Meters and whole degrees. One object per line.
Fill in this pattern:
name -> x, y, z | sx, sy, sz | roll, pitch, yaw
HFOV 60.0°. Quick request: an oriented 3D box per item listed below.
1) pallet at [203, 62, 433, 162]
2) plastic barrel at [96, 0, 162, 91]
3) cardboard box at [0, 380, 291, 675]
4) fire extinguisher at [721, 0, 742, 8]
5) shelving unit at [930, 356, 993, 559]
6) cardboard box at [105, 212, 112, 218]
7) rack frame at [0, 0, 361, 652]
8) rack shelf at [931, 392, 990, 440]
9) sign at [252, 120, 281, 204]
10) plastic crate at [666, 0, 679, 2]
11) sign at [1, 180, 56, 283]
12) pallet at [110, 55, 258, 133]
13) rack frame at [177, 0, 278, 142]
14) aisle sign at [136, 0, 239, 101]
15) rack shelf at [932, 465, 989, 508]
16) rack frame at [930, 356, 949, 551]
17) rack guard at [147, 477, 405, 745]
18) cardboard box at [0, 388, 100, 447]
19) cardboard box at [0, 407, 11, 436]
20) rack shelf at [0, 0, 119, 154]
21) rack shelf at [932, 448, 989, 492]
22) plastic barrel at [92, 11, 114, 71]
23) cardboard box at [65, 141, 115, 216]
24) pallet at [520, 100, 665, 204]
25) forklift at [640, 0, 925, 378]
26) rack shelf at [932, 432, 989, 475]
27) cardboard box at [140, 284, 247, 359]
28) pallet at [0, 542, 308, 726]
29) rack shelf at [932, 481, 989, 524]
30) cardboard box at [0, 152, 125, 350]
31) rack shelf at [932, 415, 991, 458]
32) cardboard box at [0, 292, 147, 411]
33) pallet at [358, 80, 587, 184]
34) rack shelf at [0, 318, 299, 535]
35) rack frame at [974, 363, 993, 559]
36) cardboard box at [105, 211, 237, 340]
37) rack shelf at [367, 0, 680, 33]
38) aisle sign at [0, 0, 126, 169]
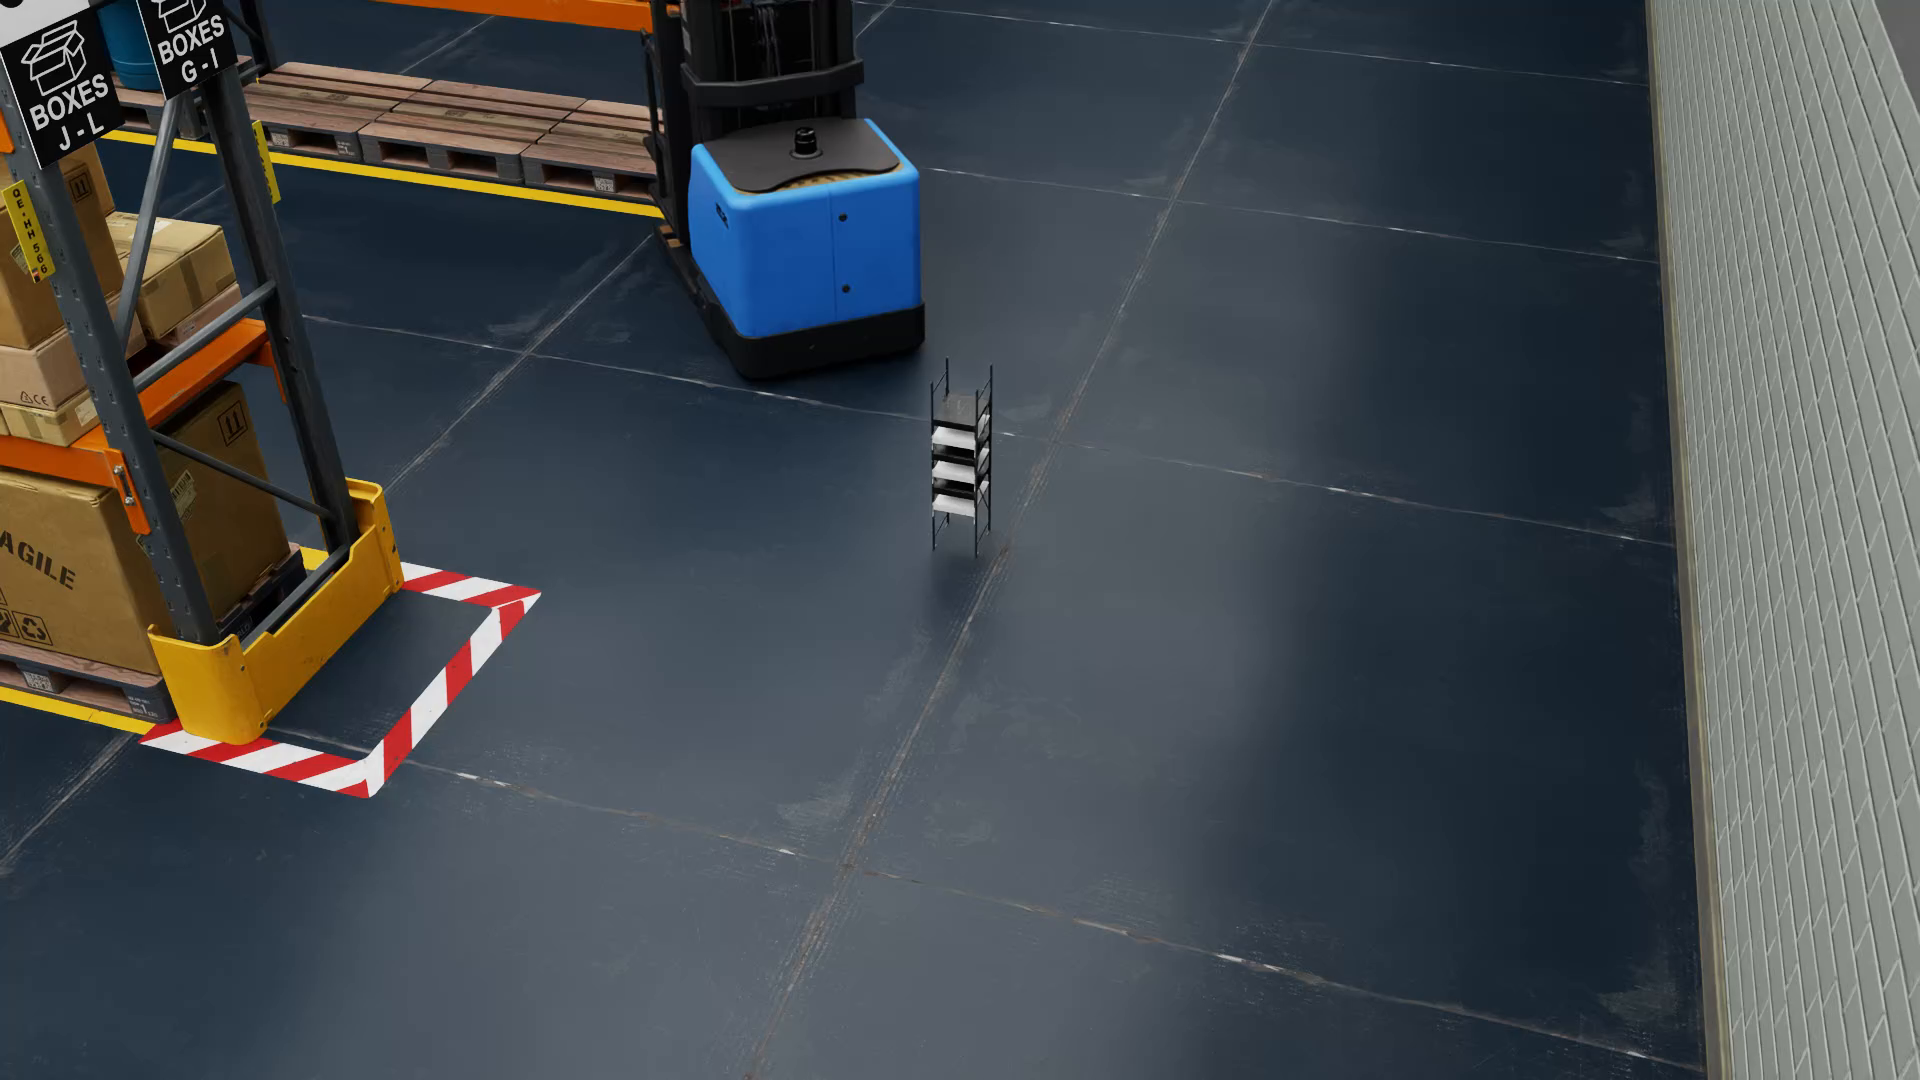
pallet -> -4.474, -3.022, 11.678 | 1.213, 0.211, 1.003 | 10, 38, 14
plastic barrel -> -5.702, -3.683, 11.640 | 0.708, 0.901, 0.600 | 10, 38, 14
cardboard box -> -3.481, -0.125, 6.828 | 0.875, 0.875, 0.875 | 10, 38, 14
fire extinguisher -> -1.361, -3.081, 9.786 | 0.183, 0.674, 0.296 | 10, 38, 14
shelving unit -> 0.008, -0.361, 7.481 | 0.210, 0.900, 0.258 | 10, 38, 14
cardboard box -> -3.722, -1.129, 6.629 | 0.500, 0.250, 0.500 | 10, 38, 13
rack frame -> -2.847, -0.744, 6.230 | 0.127, 3.000, 1.000 | 10, 38, 14
rack shelf -> 0.008, -0.552, 7.341 | 0.200, 0.077, 0.258 | 10, 38, 14
sign -> -2.675, -1.437, 6.375 | 0.005, 0.325, 0.100 | 10, 38, 14
plastic crate -> -1.745, -3.538, 9.946 | 0.499, 0.435, 0.616 | 10, 38, 14
sign -> -3.022, -1.001, 5.403 | 0.005, 0.325, 0.100 | 10, 38, 14
pallet -> -5.912, -3.290, 12.042 | 1.213, 0.211, 1.003 | 10, 38, 14
rack frame -> -5.188, -4.253, 10.998 | 0.127, 3.000, 1.000 | 10, 38, 14
aisle sign -> -2.688, -1.948, 5.673 | 0.004, 0.787, 0.394 | 10, 38, 14
rack shelf -> 0.008, -0.262, 7.554 | 0.200, 0.077, 0.258 | 10, 38, 14
rack frame -> -0.089, -0.379, 7.506 | 0.006, 0.900, 0.240 | 10, 38, 14
rack guard -> -2.824, 0.267, 6.965 | 0.348, 0.500, 1.175 | 10, 38, 14
cardboard box -> -3.285, -0.519, 6.137 | 0.250, 0.149, 0.380 | 11, 38, 15
cardboard box -> -3.533, -0.564, 6.198 | 0.250, 0.149, 0.380 | 11, 38, 14
rack shelf -> -4.756, -2.016, 6.035 | 4.000, 0.370, 1.077 | 10, 38, 14
rack shelf -> 0.008, -0.334, 7.501 | 0.200, 0.077, 0.258 | 10, 38, 14
plastic barrel -> -6.378, -3.808, 11.810 | 0.708, 0.901, 0.600 | 10, 38, 14
cardboard box -> -3.702, -1.431, 6.407 | 0.500, 0.500, 0.500 | 10, 37, 13
pallet -> -2.145, -2.591, 11.092 | 1.213, 0.211, 1.003 | 10, 38, 14
forklift -> -1.214, -2.907, 9.227 | 1.130, 2.935, 3.031 | -13, 38, -18
rack shelf -> 0.008, -0.407, 7.448 | 0.200, 0.077, 0.258 | 10, 38, 14
cardboard box -> -3.087, -0.892, 6.644 | 0.250, 0.149, 0.380 | 11, 38, 14
pallet -> -3.633, 0.282, 7.189 | 1.213, 0.211, 1.003 | 10, 38, 14
rack shelf -> 0.008, -0.189, 7.608 | 0.200, 0.077, 0.258 | 10, 38, 14
cardboard box -> -3.390, -1.043, 5.879 | 0.500, 0.500, 0.500 | 11, 38, 14
rack shelf -> 0.008, -0.479, 7.394 | 0.200, 0.077, 0.258 | 10, 38, 14
cardboard box -> -3.388, -0.739, 6.099 | 0.500, 0.250, 0.500 | 10, 38, 13
pallet -> -3.306, -2.808, 11.387 | 1.213, 0.211, 1.003 | 10, 38, 14
rack shelf -> -4.756, -0.808, 6.924 | 4.000, 0.370, 1.077 | 10, 38, 14
rack frame -> 0.105, -0.343, 7.457 | 0.006, 0.900, 0.240 | 10, 38, 14
cardboard box -> -3.224, -1.041, 6.509 | 0.500, 0.250, 0.500 | 10, 37, 13
rack shelf -> -3.279, -3.610, 10.731 | 4.000, 0.370, 1.077 | 10, 38, 14
aisle sign -> -2.867, -1.608, 5.212 | 0.004, 0.787, 0.394 | 10, 38, 14
